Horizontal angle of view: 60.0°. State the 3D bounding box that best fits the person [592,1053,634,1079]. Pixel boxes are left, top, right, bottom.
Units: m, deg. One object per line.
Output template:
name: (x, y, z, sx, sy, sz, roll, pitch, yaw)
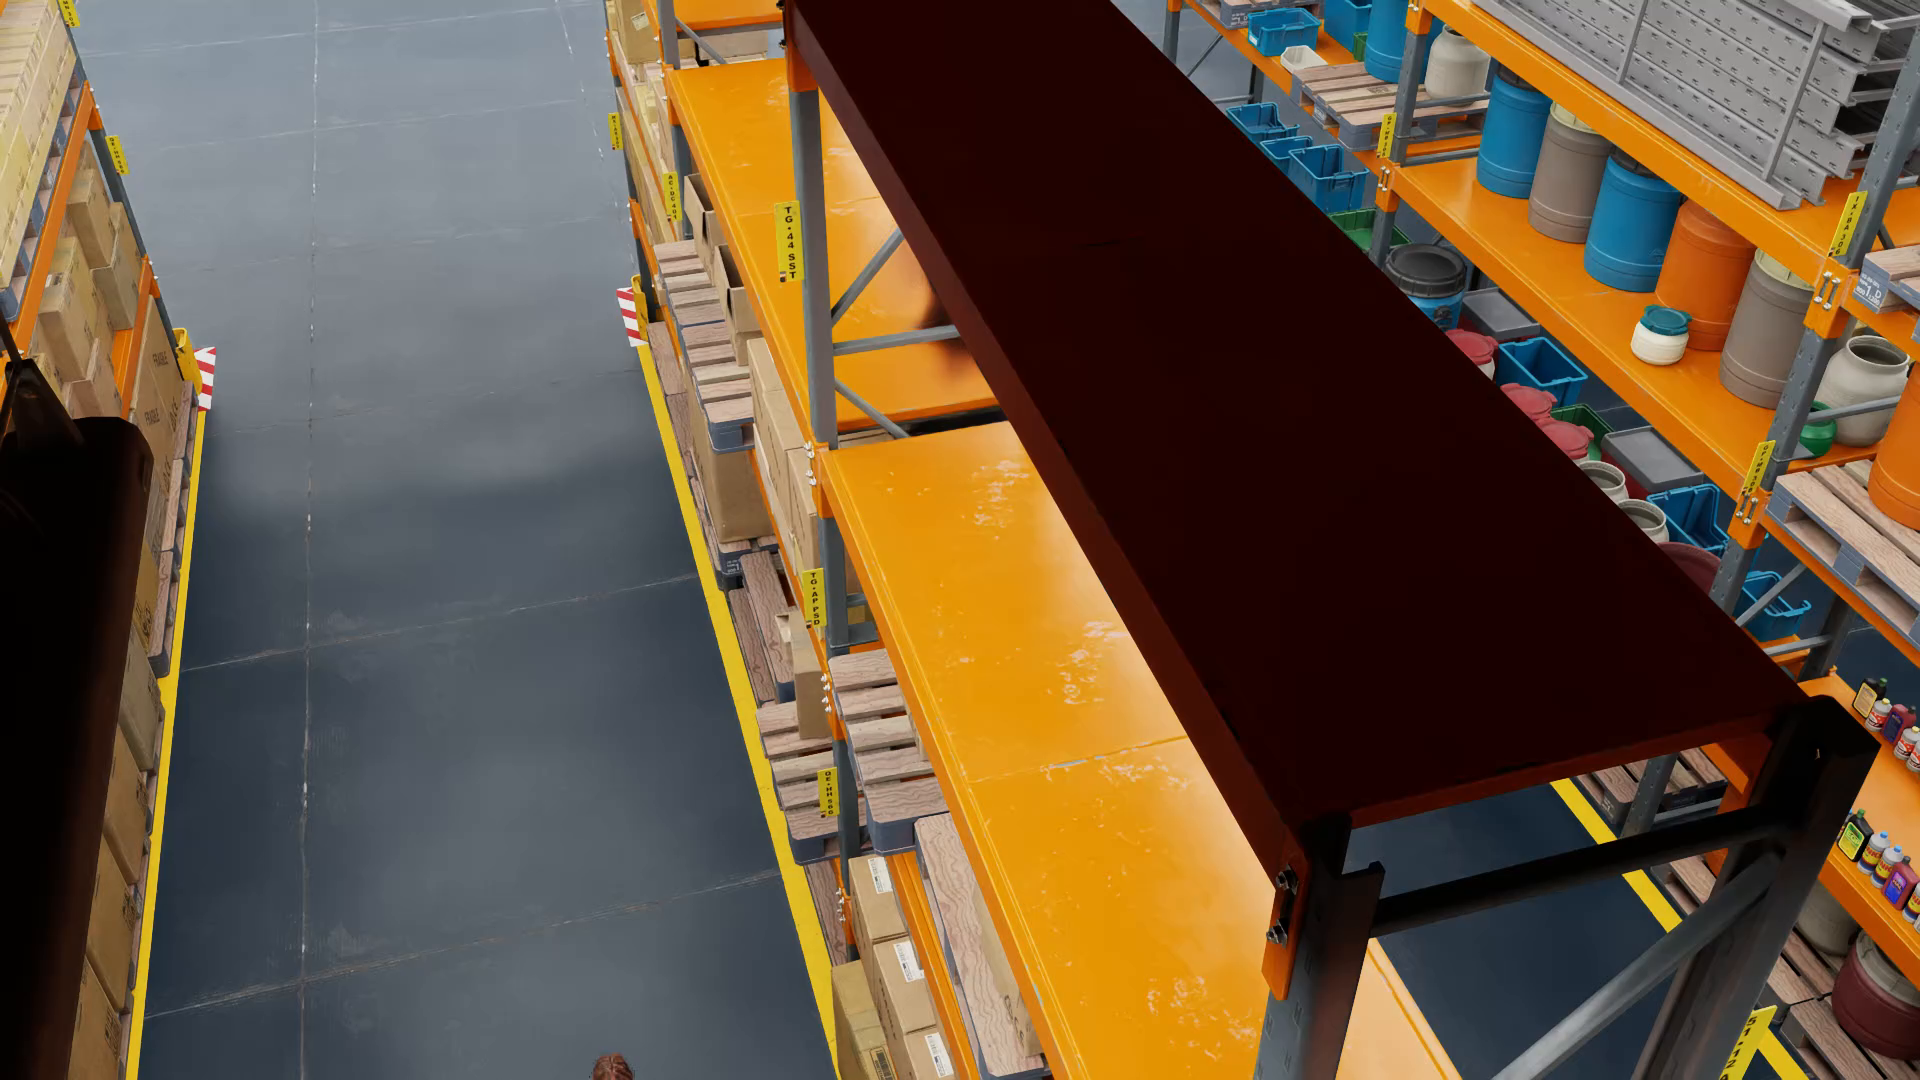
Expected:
person: (-1.543, 2.925, 7.812, 0.525, 1.592, 0.887, -14, 41, -17)
